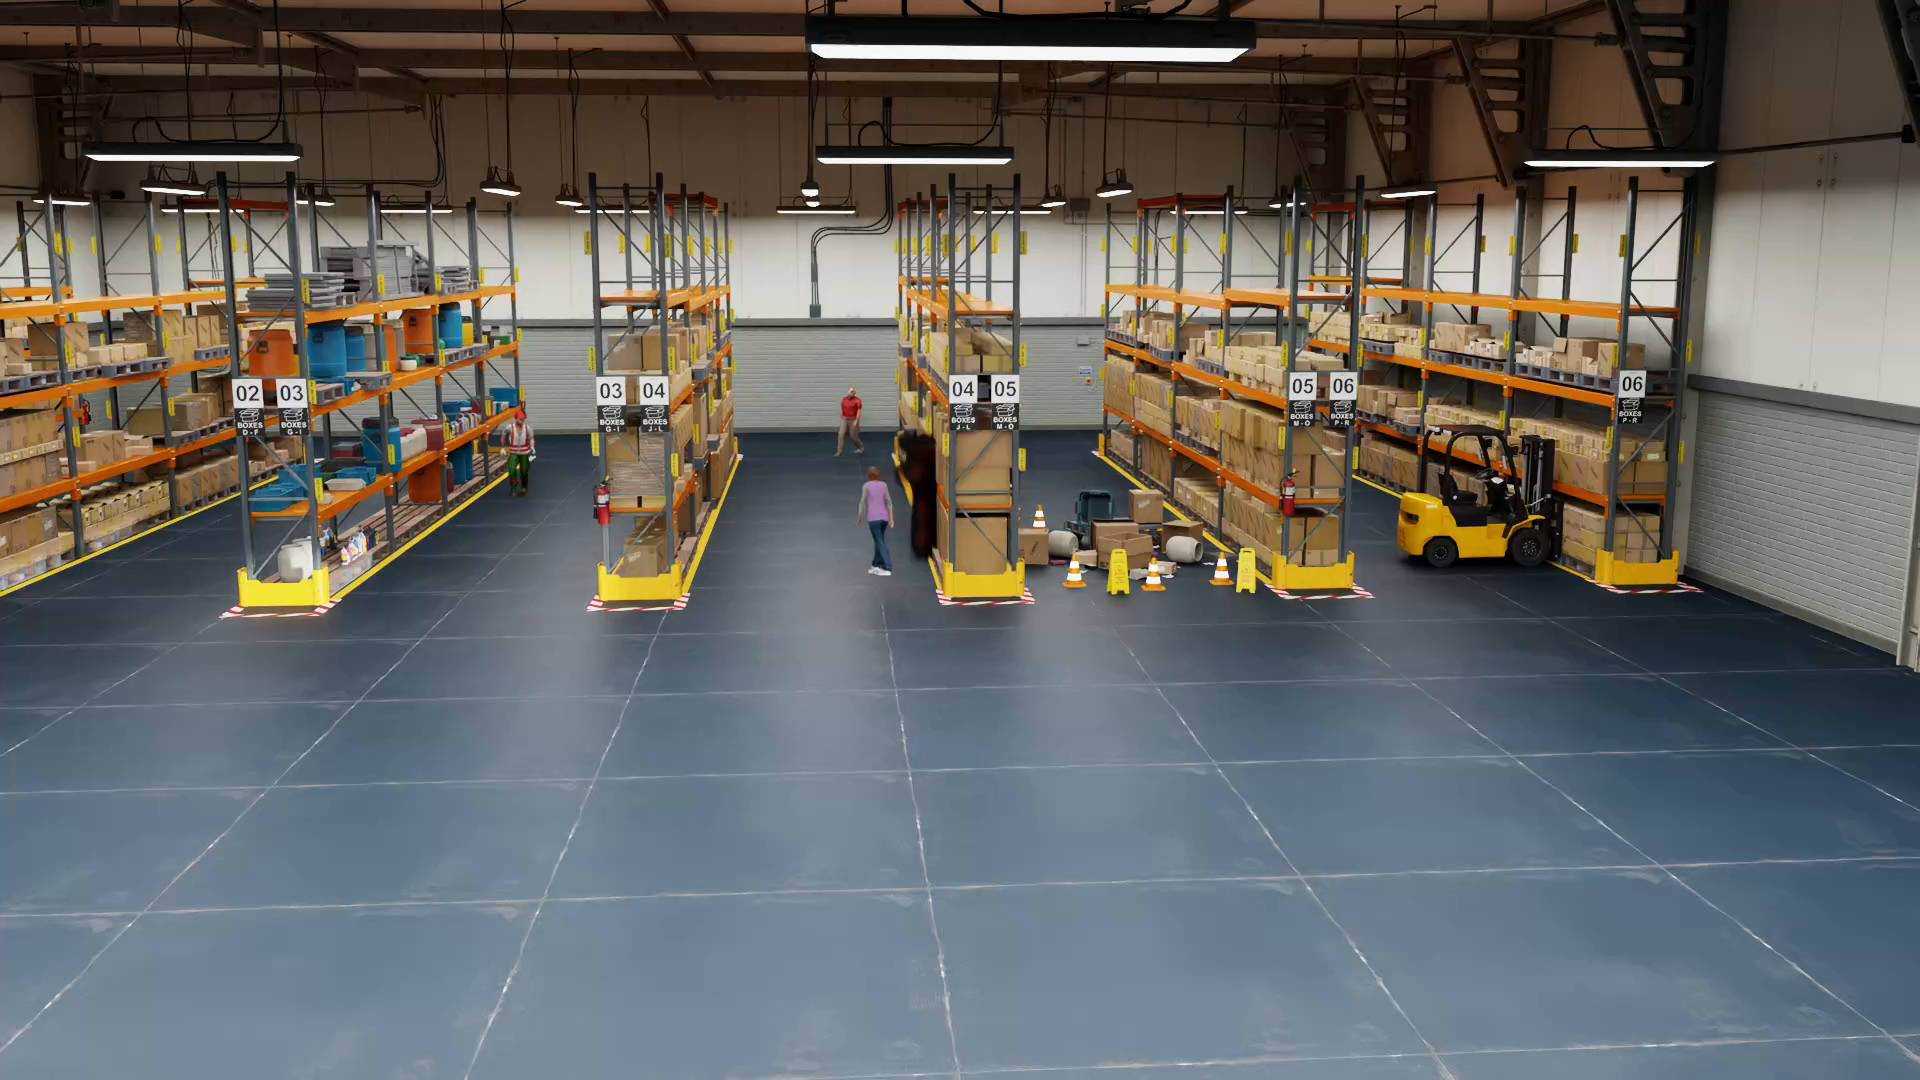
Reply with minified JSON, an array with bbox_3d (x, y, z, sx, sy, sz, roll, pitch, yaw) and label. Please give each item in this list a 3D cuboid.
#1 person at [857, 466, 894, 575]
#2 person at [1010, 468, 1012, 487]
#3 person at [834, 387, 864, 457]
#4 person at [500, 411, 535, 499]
[{"bbox_3d":[-1.211,-0.253,24.072,0.680,1.615,0.421,9,14,42],"label":"person"},{"bbox_3d":[0.992,-1.968,35.089,0.378,1.702,0.503,-2,10,-10],"label":"person"},{"bbox_3d":[-2.619,-2.833,39.788,0.547,1.680,0.817,5,11,27],"label":"person"},{"bbox_3d":[-8.932,-1.717,33.635,0.742,1.802,0.877,-1,10,-4],"label":"person"}]
